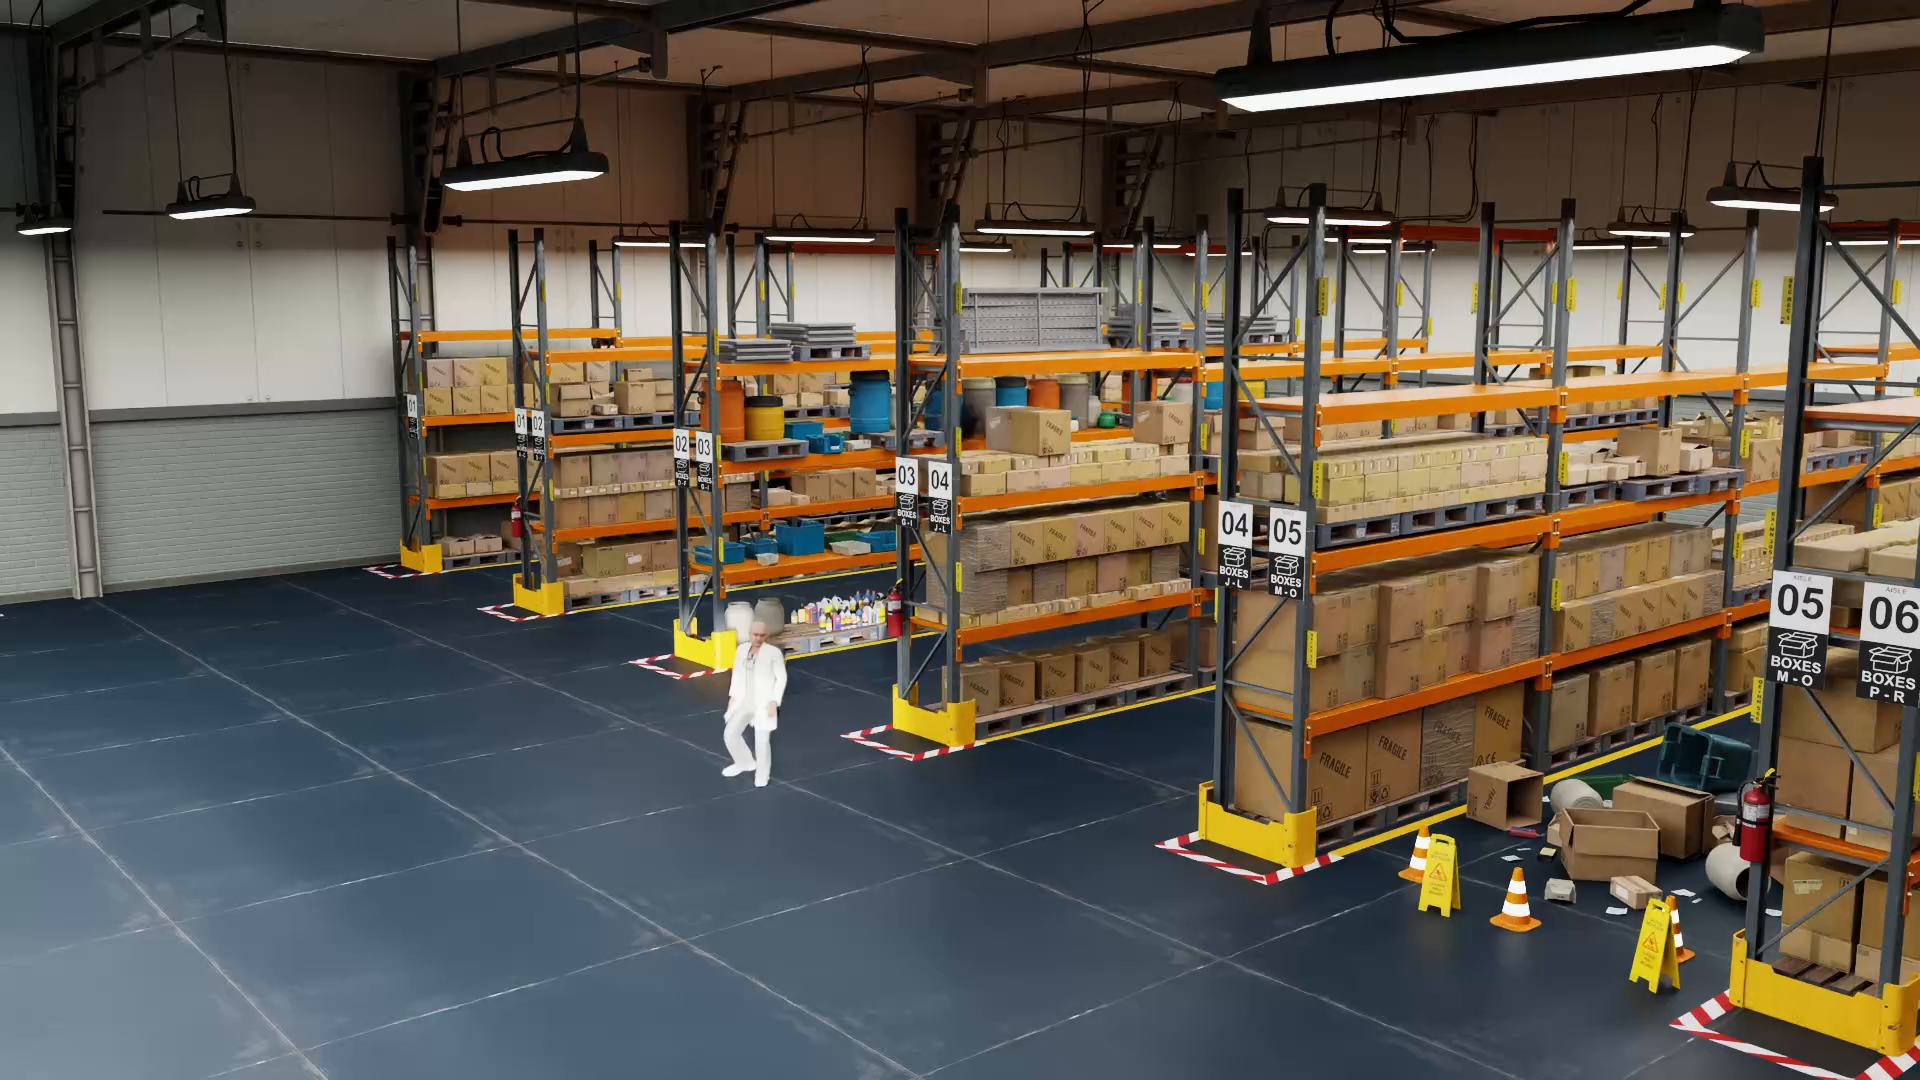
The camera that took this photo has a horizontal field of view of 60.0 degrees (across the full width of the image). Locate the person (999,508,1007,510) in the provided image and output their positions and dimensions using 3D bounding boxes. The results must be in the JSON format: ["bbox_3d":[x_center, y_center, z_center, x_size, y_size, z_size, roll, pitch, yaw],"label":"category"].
[{"bbox_3d":[0.825,-0.231,28.761,0.630,1.713,0.700,-7,11,-37],"label":"person"}]

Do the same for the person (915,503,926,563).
[{"bbox_3d":[-0.794,-0.412,29.066,0.695,1.683,0.797,5,10,27],"label":"person"}]

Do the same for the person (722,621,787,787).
[{"bbox_3d":[-2.158,1.687,17.112,0.824,1.747,0.607,3,9,19],"label":"person"}]
